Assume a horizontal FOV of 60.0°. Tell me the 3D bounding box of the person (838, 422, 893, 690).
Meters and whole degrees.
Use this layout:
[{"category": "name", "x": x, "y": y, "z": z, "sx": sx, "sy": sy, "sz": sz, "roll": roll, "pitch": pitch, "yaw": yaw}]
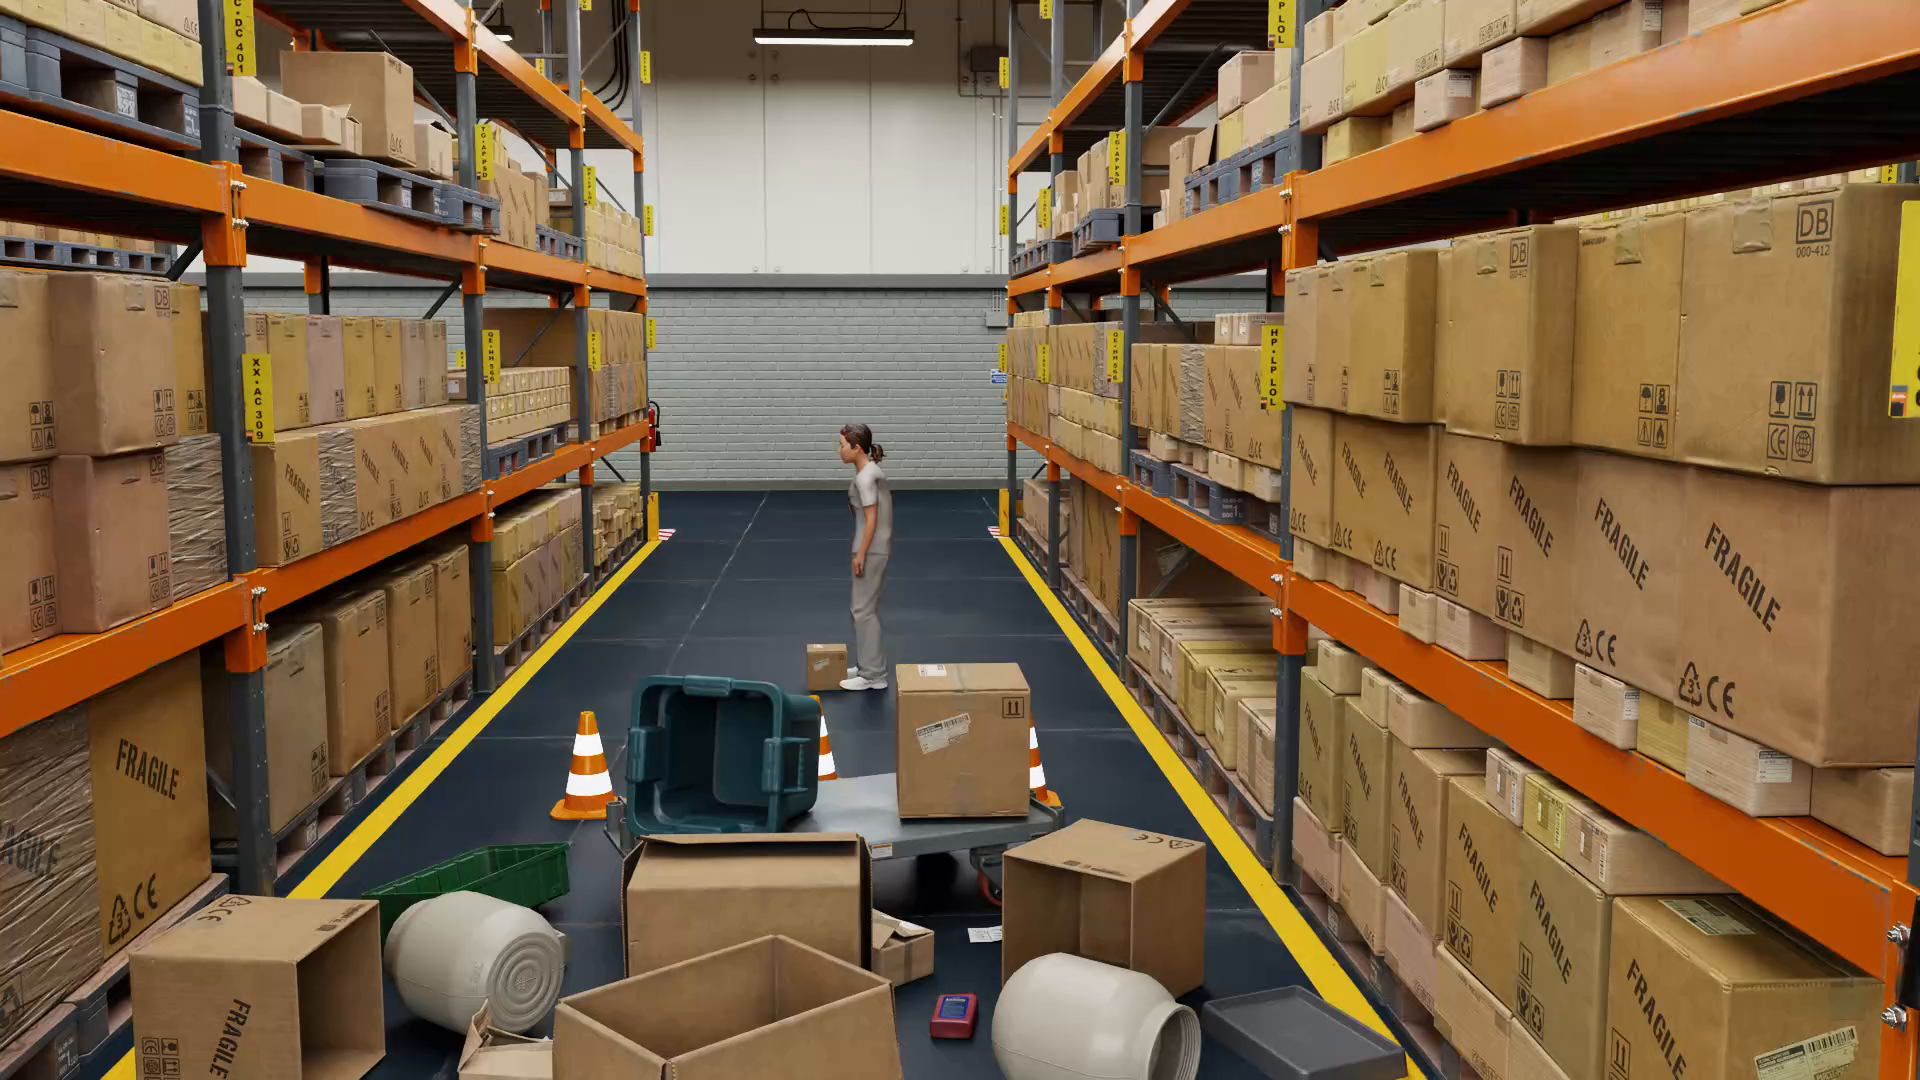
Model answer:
[{"category": "person", "x": -0.598, "y": 0.094, "z": 10.478, "sx": 0.355, "sy": 1.673, "sz": 0.488, "roll": 0, "pitch": 7, "yaw": -4}]
